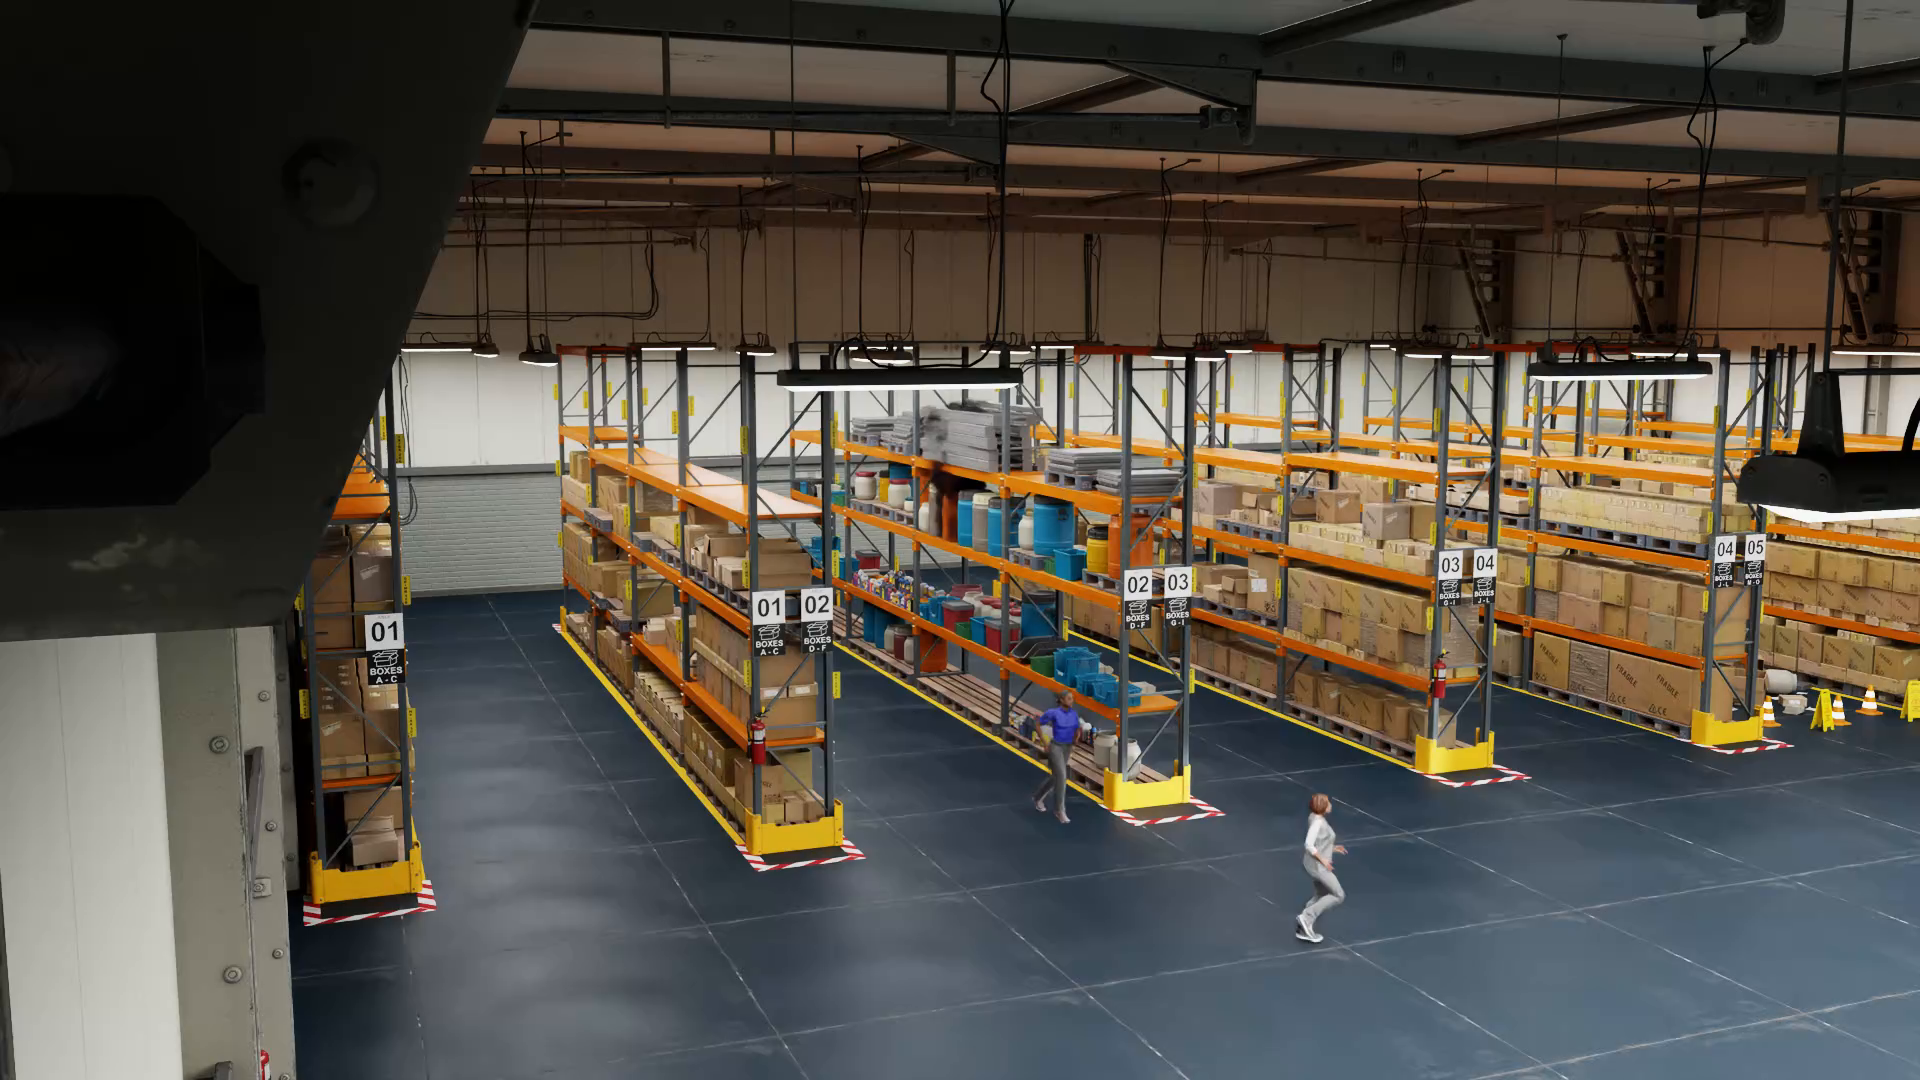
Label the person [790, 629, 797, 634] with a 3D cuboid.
[{"bbox_3d":[-3.198,1.598,30.504,0.722,1.746,0.628,-4,8,-26],"label":"person"}]

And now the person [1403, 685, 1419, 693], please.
[{"bbox_3d":[7.713,1.742,29.170,0.667,1.768,0.963,-5,9,-32],"label":"person"}]

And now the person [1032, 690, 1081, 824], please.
[{"bbox_3d":[1.304,2.785,21.678,0.570,1.688,0.758,-7,10,-43],"label":"person"}]

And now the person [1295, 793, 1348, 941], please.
[{"bbox_3d":[3.748,3.381,17.183,0.541,1.558,0.514,0,7,3],"label":"person"}]
